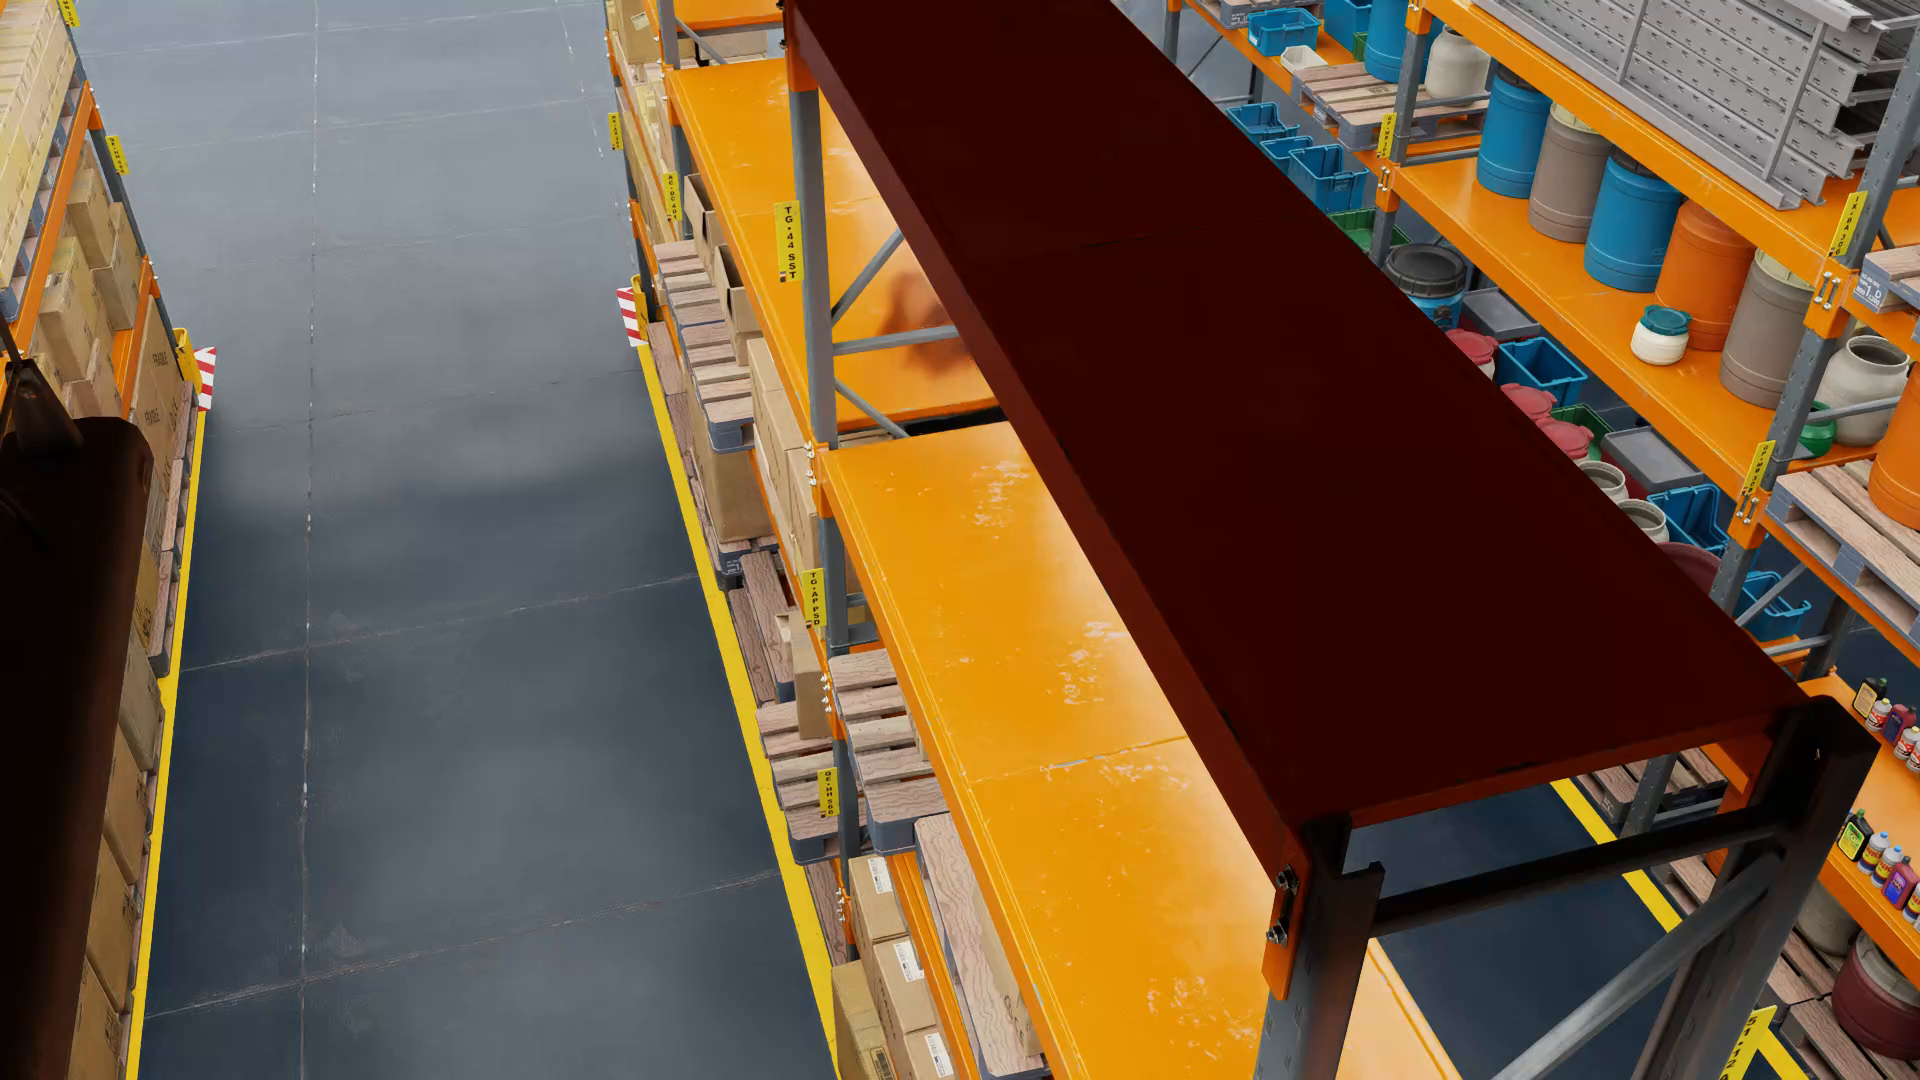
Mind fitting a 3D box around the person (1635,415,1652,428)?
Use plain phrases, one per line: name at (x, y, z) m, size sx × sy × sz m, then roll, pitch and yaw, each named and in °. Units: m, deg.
person at (5.390, -0.963, 12.736) m, size 0.576 × 1.697 × 0.720 m, roll -17°, pitch 41°, yaw -20°
